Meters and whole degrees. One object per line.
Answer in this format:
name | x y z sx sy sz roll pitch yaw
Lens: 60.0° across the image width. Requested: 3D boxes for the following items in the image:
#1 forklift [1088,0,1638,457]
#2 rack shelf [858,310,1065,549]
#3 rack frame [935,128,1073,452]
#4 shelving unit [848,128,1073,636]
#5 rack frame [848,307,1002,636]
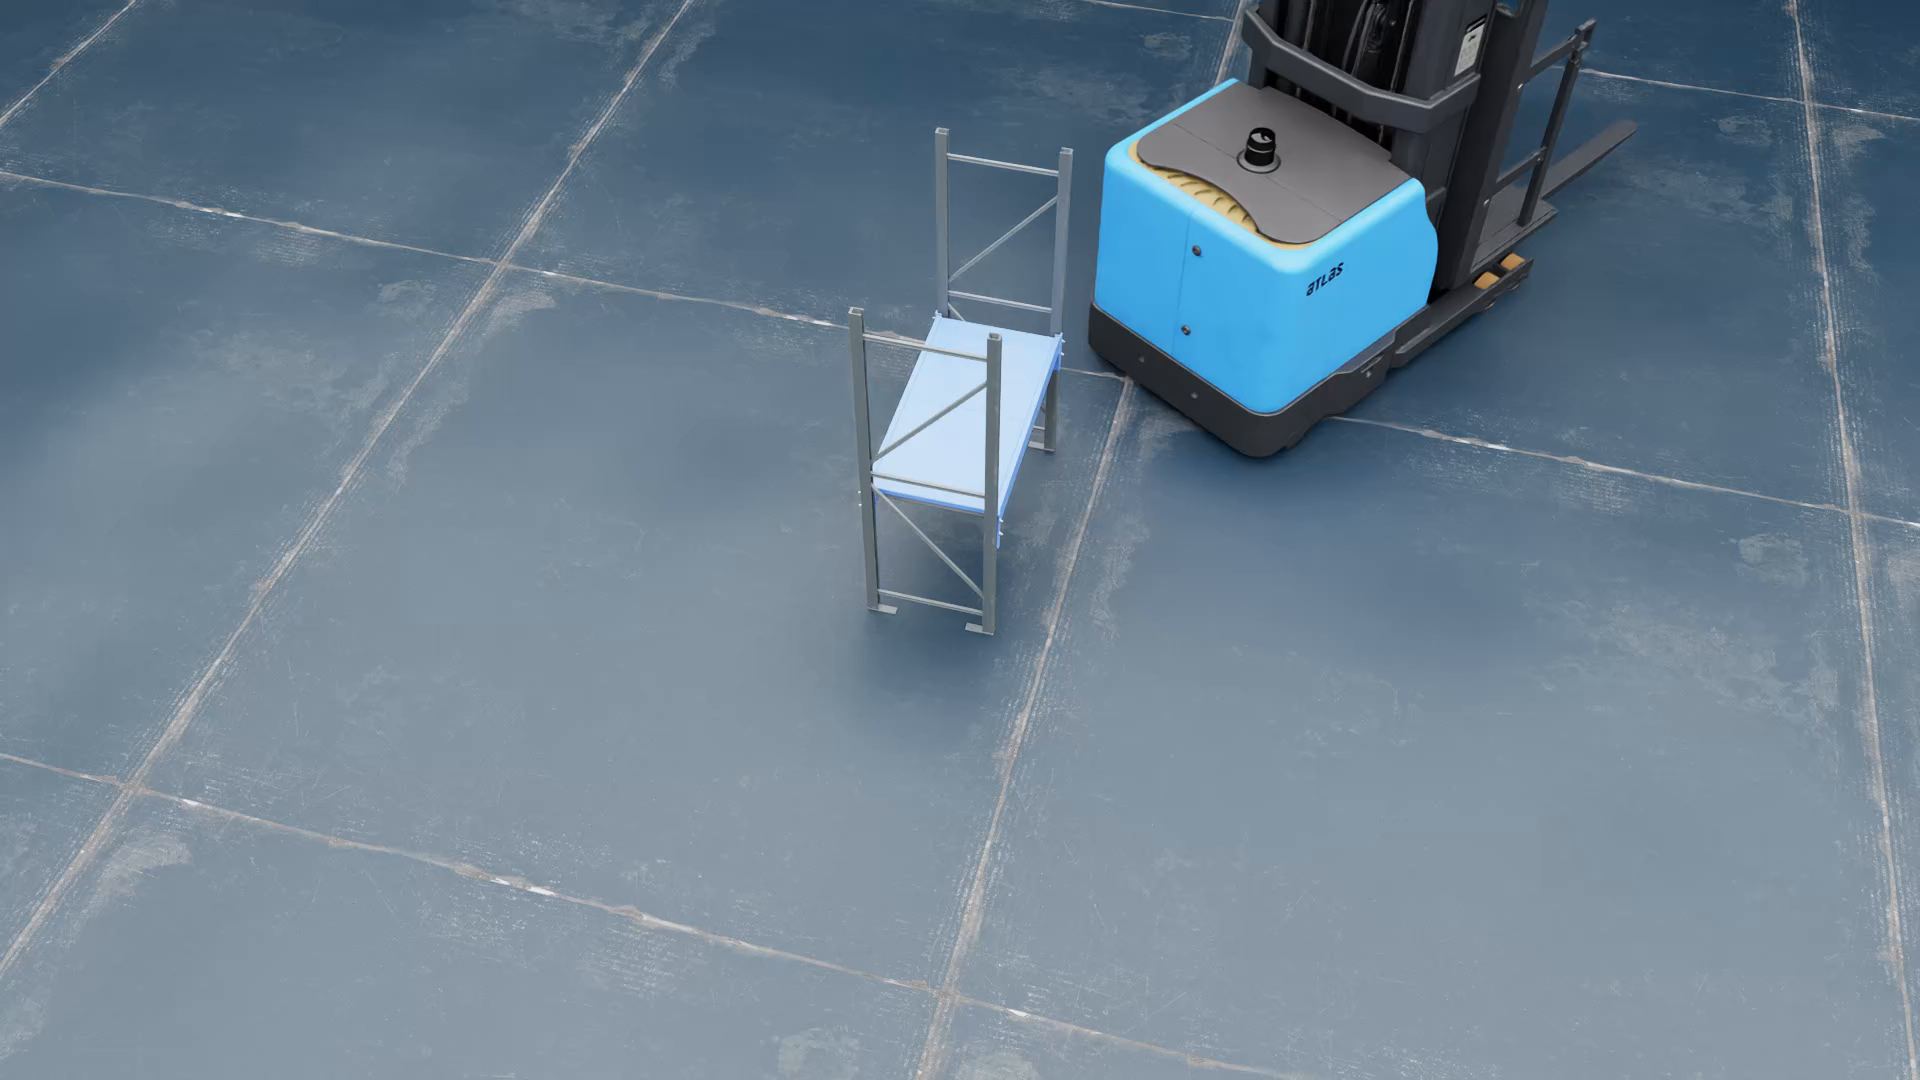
forklift | 1.992 -2.286 6.732 3.031 2.935 1.130 -34 57 -26
rack shelf | 0.022 -0.439 6.296 0.538 0.185 1.000 12 50 10
rack frame | 0.156 -0.926 6.486 0.500 1.500 0.032 12 50 10
shelving unit | 0.022 -0.558 6.161 0.538 1.500 1.048 12 50 10
rack frame | -0.111 -0.190 5.836 0.500 1.500 0.032 12 50 10
